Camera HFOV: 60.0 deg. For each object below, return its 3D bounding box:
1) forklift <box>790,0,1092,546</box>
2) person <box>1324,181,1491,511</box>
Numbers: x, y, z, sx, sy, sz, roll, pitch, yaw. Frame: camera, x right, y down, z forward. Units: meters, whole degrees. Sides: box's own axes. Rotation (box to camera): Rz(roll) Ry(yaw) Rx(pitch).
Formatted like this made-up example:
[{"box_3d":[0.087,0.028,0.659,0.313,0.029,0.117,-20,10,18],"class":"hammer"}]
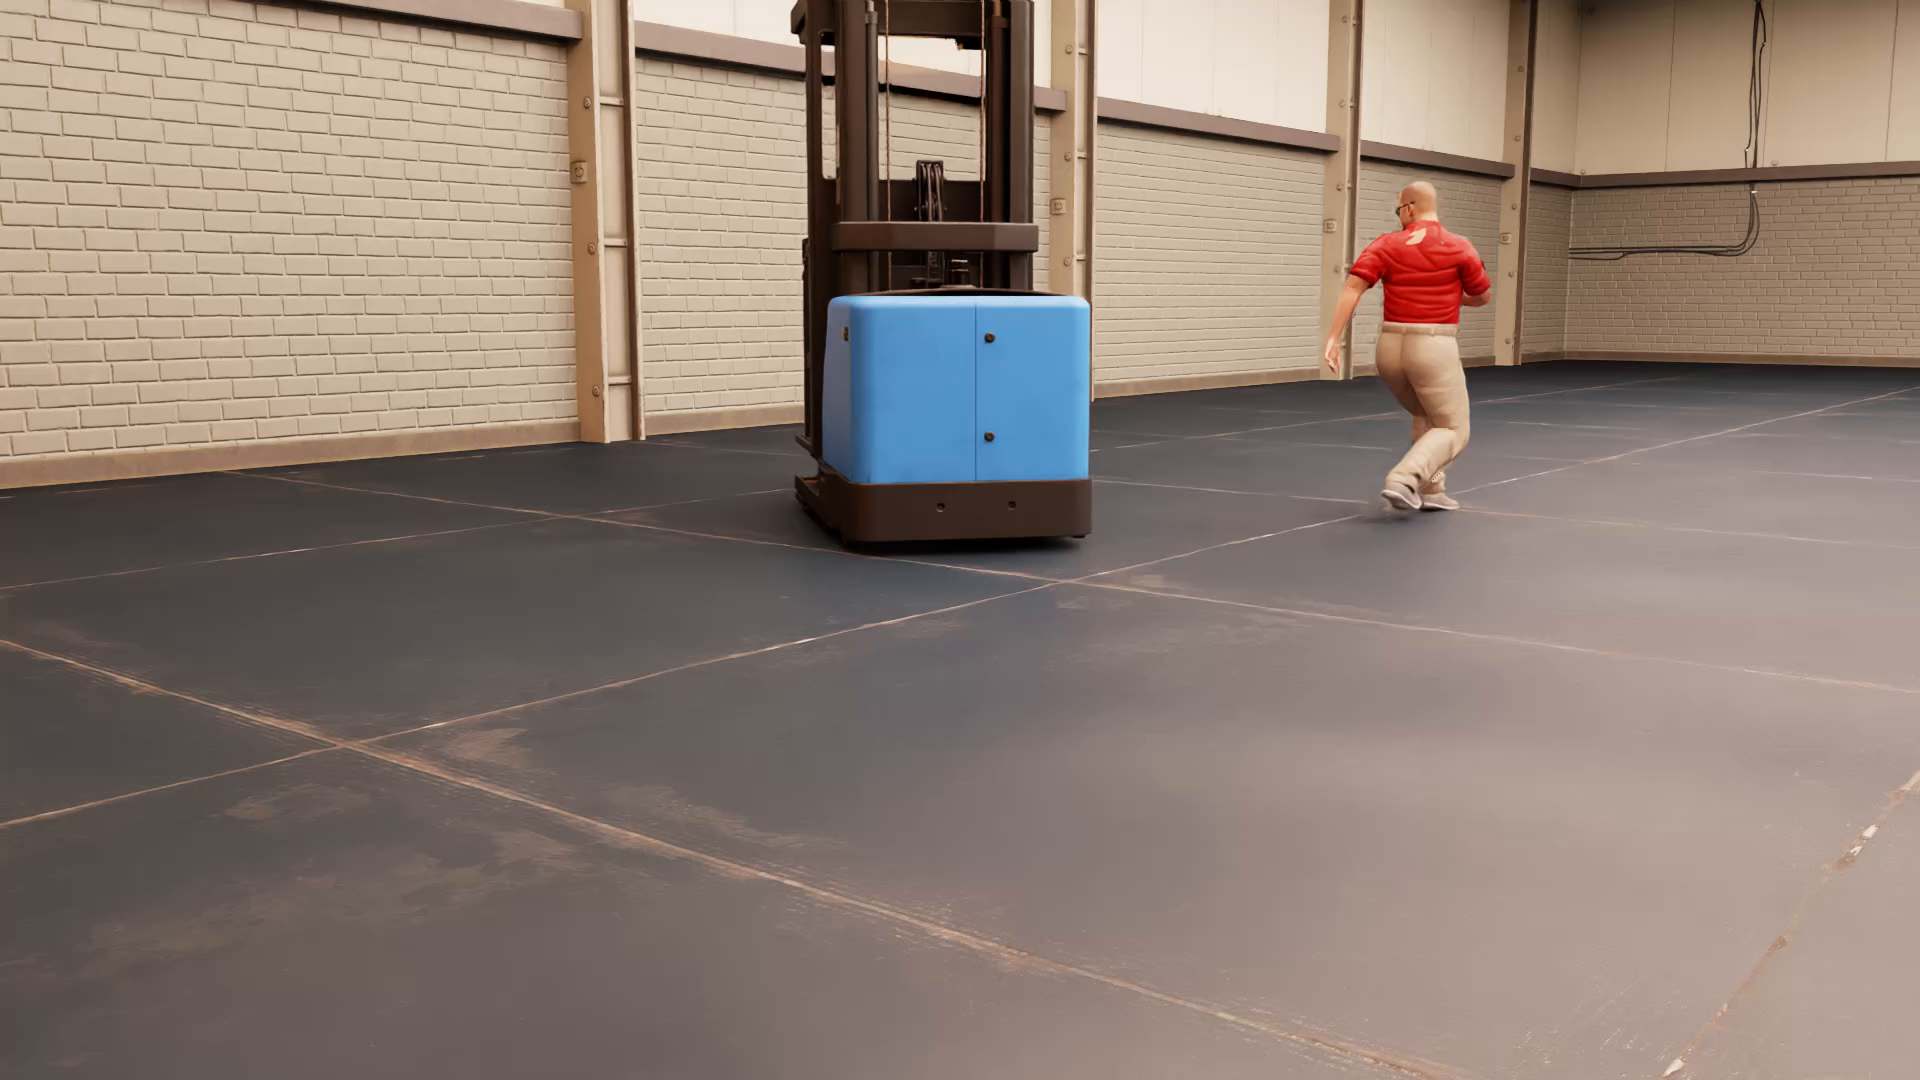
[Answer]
[{"box_3d":[-0.237,-1.599,8.209,1.130,2.935,3.031,-2,8,-12],"class":"forklift"},{"box_3d":[2.257,-0.926,8.184,0.886,1.648,0.583,-8,11,-43],"class":"person"}]
